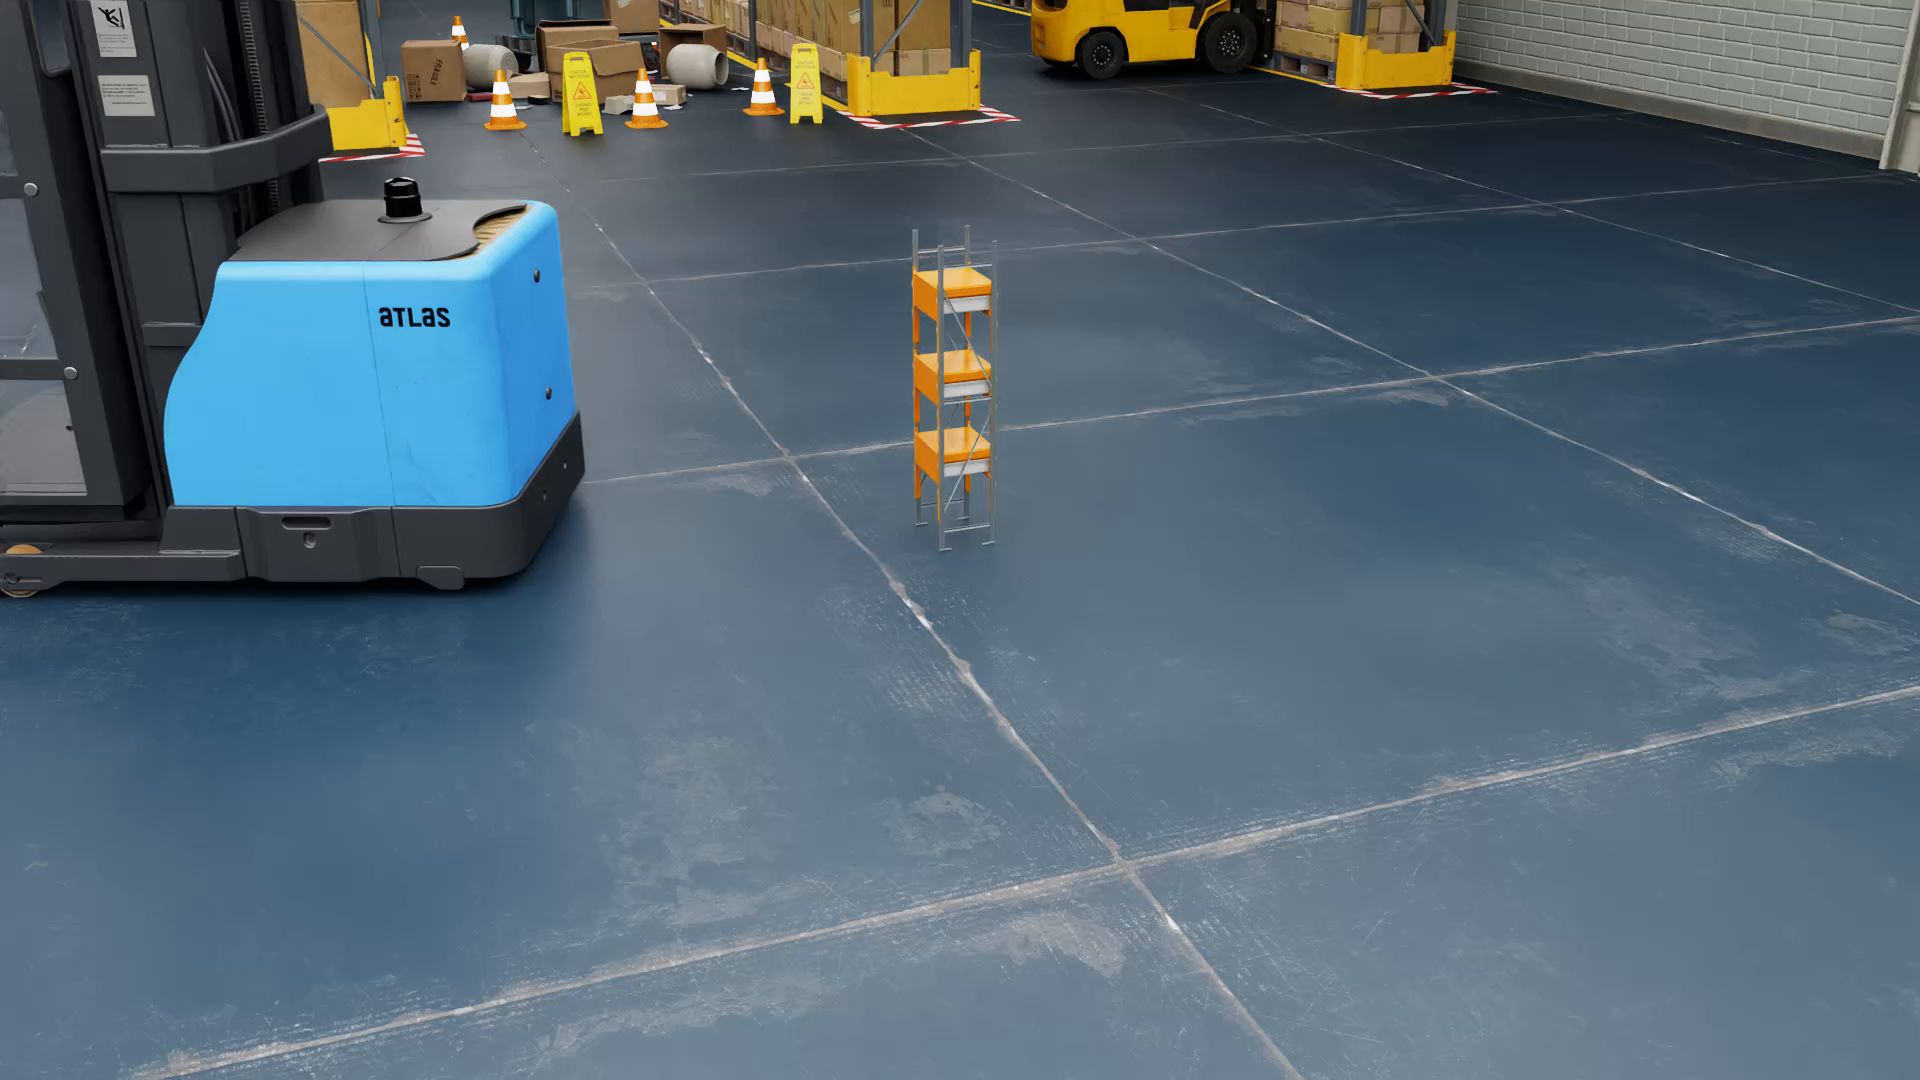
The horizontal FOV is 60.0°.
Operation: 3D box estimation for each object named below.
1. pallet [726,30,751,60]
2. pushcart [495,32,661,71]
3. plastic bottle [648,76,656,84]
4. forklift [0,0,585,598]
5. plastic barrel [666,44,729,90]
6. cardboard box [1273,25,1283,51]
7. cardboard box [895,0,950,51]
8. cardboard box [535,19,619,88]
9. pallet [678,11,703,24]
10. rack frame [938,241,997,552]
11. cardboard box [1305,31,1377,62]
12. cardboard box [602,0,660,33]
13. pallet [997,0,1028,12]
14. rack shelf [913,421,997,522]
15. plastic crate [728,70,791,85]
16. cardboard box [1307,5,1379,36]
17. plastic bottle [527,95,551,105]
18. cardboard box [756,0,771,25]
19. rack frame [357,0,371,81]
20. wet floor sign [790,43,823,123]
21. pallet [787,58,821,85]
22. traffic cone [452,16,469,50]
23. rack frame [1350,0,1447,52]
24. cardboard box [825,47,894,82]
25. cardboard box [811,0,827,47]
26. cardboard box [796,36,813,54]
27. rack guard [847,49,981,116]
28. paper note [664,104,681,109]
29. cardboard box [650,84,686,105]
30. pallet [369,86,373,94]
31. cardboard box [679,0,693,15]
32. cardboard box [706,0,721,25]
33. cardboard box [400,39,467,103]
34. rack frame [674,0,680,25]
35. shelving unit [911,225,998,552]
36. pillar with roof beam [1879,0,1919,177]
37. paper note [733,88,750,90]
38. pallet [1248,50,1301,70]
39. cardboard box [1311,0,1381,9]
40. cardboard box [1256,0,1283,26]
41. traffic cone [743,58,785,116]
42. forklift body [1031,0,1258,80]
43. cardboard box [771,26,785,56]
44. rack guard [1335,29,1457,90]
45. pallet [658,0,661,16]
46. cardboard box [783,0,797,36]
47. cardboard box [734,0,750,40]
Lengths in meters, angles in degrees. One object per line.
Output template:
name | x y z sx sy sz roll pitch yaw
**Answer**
pallet | -2.069 -5.646 18.875 1.003 0.211 1.213 -8 24 -19
pushcart | -3.908 -5.109 17.387 1.648 0.377 0.936 -18 29 -37
plastic bottle | -3.091 -4.568 16.510 0.133 0.061 0.283 -4 23 -10
forklift | -2.905 -1.371 5.229 3.031 2.935 1.130 0 23 0
plastic barrel | -2.525 -4.551 16.003 0.512 0.421 0.421 8 24 18
cardboard box | 3.466 -5.297 17.454 0.500 0.250 0.500 -8 24 -18
cardboard box | -0.414 -4.807 15.327 0.500 0.500 0.500 -9 25 -21
cardboard box | -3.706 -4.737 16.166 0.797 0.637 0.503 -8 24 -19
pallet | -2.931 -6.533 20.978 1.003 0.211 1.213 -8 24 -19
rack frame | 0.024 -0.459 5.487 0.200 1.050 0.008 -8 24 -19
cardboard box | 3.802 -4.932 16.588 0.500 0.250 0.500 -8 24 -19
cardboard box | -3.447 -5.591 17.396 0.500 0.500 0.500 -8 24 -19
pallet | 1.209 -7.776 23.928 1.003 0.211 1.213 -8 24 -19
rack shelf | -0.019 -0.237 5.704 0.215 0.259 0.240 -8 24 -19
plastic crate | -2.005 -4.620 16.609 0.402 0.080 0.583 -18 29 -37
cardboard box | 3.799 -5.169 16.507 0.500 0.250 0.500 -9 24 -20
plastic bottle | -3.881 -4.047 15.274 0.133 0.061 0.283 -18 29 -37
cardboard box | -1.836 -5.669 17.373 0.500 0.500 0.500 -7 24 -16
rack frame | -6.387 -5.933 15.964 1.000 3.000 0.127 -8 24 -19
wet floor sign | -1.313 -3.895 14.160 0.267 0.644 0.232 0 23 -1
pallet | -1.087 -4.681 16.583 1.003 0.211 1.213 -8 24 -19
traffic cone | -5.449 -5.458 18.105 0.336 0.463 0.334 -8 24 -19
rack frame | 4.263 -5.878 15.833 1.000 3.000 0.127 -8 24 -19
cardboard box | -0.925 -4.387 15.297 0.500 0.250 0.500 -8 24 -19
cardboard box | -1.094 -4.912 15.576 0.500 0.500 0.500 -7 24 -17
cardboard box | -1.282 -4.757 16.175 0.500 0.250 0.500 -9 25 -21
rack guard | -0.406 -4.071 14.765 1.175 0.500 0.348 -8 24 -19
paper note | -2.575 -3.898 14.958 0.148 0.019 0.142 -18 29 -37
cardboard box | -2.732 -4.080 15.240 0.380 0.149 0.250 4 23 9
pallet | -5.757 -3.917 14.771 1.003 0.211 1.213 -8 24 -19
cardboard box | -3.015 -6.878 21.050 0.950 0.372 0.625 -10 25 -23
cardboard box | -2.484 -6.335 19.760 0.950 0.372 0.625 -8 24 -17
cardboard box | -4.879 -4.359 15.445 0.500 0.500 0.500 -4 23 -10
rack frame | -3.205 -8.102 21.111 1.000 3.000 0.127 -8 24 -19
shelving unit | -0.019 -0.503 5.592 0.215 1.050 0.252 -8 24 -19
pillar with roof beam | 2.952 -6.248 8.988 9.100 9.000 0.400 -8 24 -19
paper note | -2.116 -4.366 16.069 0.142 0.019 0.148 -18 29 -37
pallet | 3.527 -5.308 18.071 1.003 0.211 1.213 -8 24 -19
cardboard box | 3.809 -5.389 16.387 0.500 0.250 0.500 -8 24 -17
cardboard box | 3.430 -5.537 17.381 0.500 0.250 0.500 -9 24 -20
traffic cone | -1.738 -4.006 14.658 0.336 0.463 0.334 -8 24 -19
forklift body | 1.886 -5.925 17.039 2.313 2.155 1.214 -8 24 -19
cardboard box | -1.637 -5.131 17.062 0.500 0.250 0.500 -7 24 -16
rack guard | 4.272 -4.717 16.298 1.175 0.500 0.348 -8 24 -19
pallet | -3.841 -7.557 23.407 1.003 0.211 1.213 -8 24 -19
cardboard box | -1.455 -5.288 16.468 0.500 0.500 0.500 -7 24 -16
cardboard box | -1.980 -5.822 18.543 0.950 0.372 0.625 -8 24 -18
